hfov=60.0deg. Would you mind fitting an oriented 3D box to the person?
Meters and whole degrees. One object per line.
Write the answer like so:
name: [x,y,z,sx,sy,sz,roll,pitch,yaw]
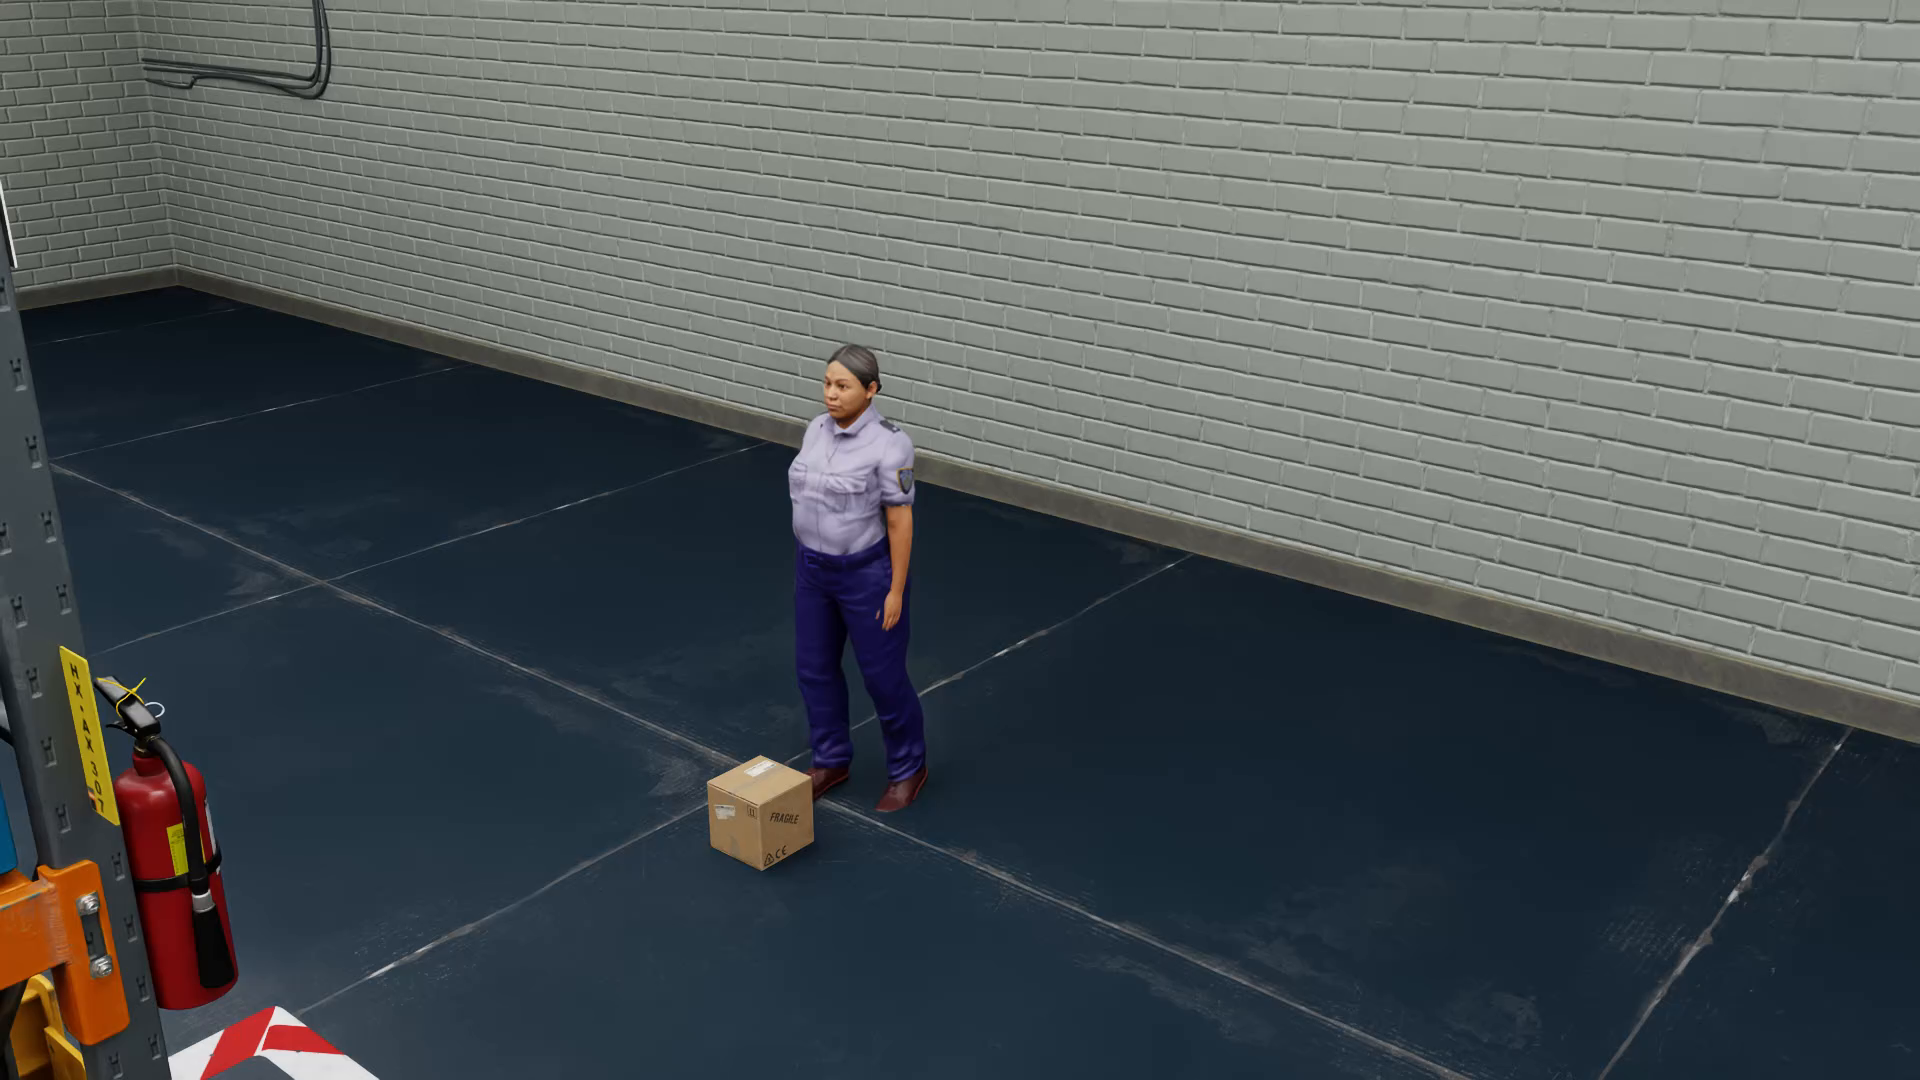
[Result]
person: [-0.375,0.160,5.720,0.473,1.682,0.441,16,26,37]
